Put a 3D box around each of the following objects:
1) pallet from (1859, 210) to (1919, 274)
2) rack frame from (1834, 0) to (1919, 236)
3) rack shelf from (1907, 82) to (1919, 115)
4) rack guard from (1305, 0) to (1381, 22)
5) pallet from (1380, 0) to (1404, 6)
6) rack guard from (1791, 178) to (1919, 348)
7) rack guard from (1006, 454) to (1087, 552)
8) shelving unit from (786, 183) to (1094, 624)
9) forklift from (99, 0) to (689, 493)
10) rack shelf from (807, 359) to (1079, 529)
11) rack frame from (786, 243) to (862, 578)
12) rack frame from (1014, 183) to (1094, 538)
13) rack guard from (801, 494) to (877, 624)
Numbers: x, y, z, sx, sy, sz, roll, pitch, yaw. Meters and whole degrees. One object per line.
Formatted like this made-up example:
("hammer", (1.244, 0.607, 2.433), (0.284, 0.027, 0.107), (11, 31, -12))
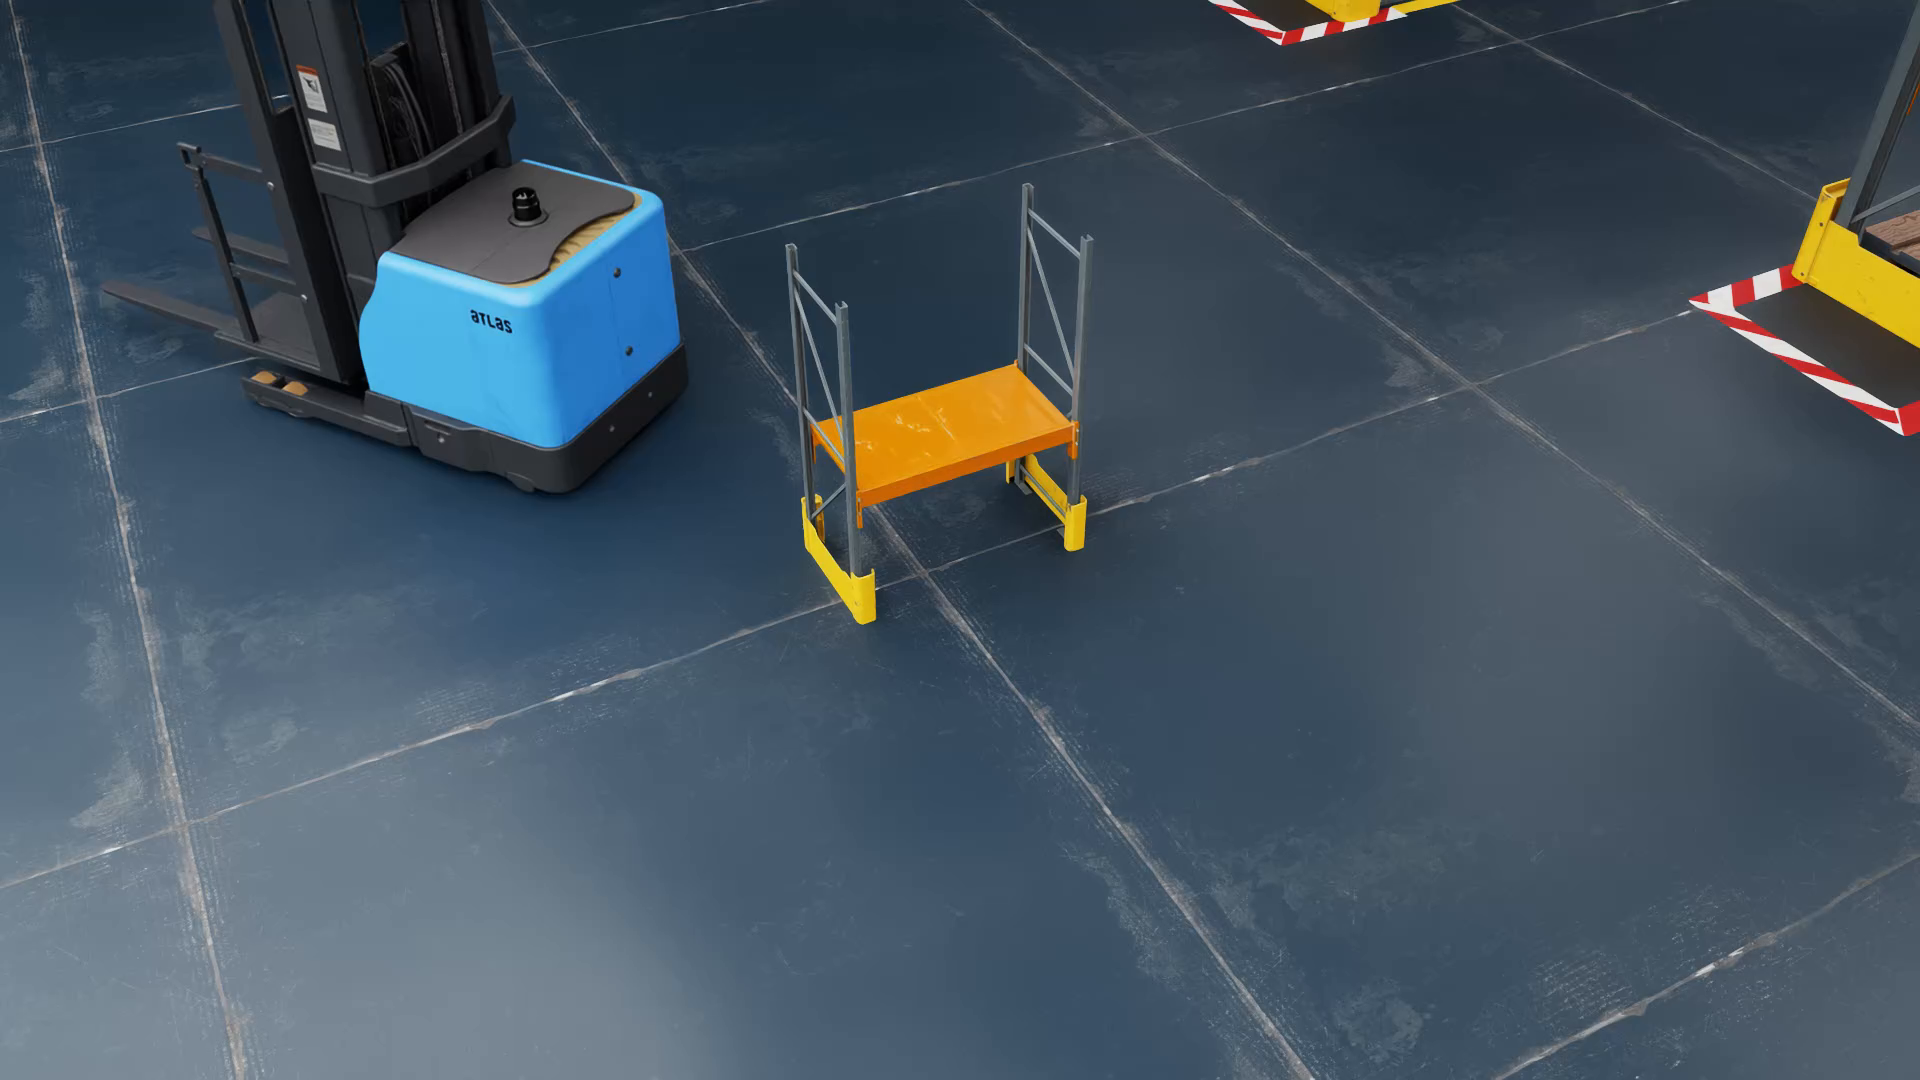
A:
("pallet", (5.592, -1.478, 8.832), (1.213, 0.211, 1.003), (-19, 44, -21))
("rack frame", (4.823, -2.253, 7.590), (0.127, 3.000, 1.000), (-19, 44, -21))
("rack shelf", (6.597, -2.575, 8.528), (4.000, 0.370, 1.077), (-19, 44, -21))
("rack guard", (2.517, -4.131, 11.744), (0.348, 0.500, 1.175), (-19, 44, -21))
("pallet", (3.197, -4.281, 12.143), (1.213, 0.211, 1.003), (-19, 44, -21))
("rack guard", (4.869, -1.349, 8.456), (0.348, 0.500, 1.175), (-19, 44, -21))
("rack guard", (0.374, -0.221, 7.318), (0.087, 0.250, 0.587), (-19, 44, -21))
("shelving unit", (-0.068, -0.550, 6.739), (1.083, 1.500, 0.587), (-19, 44, -21))
("forklift", (-2.862, -1.990, 7.333), (3.031, 2.935, 1.130), (18, 43, 20))
("rack shelf", (-0.076, -0.410, 6.852), (1.000, 0.185, 0.538), (-19, 44, -21))
("rack frame", (-0.527, -0.395, 6.556), (0.032, 1.500, 0.500), (-19, 44, -21))
("rack frame", (0.375, -0.699, 6.915), (0.032, 1.500, 0.500), (-19, 44, -21))
("rack guard", (-0.509, 0.076, 6.967), (0.087, 0.250, 0.587), (-19, 44, -21))
